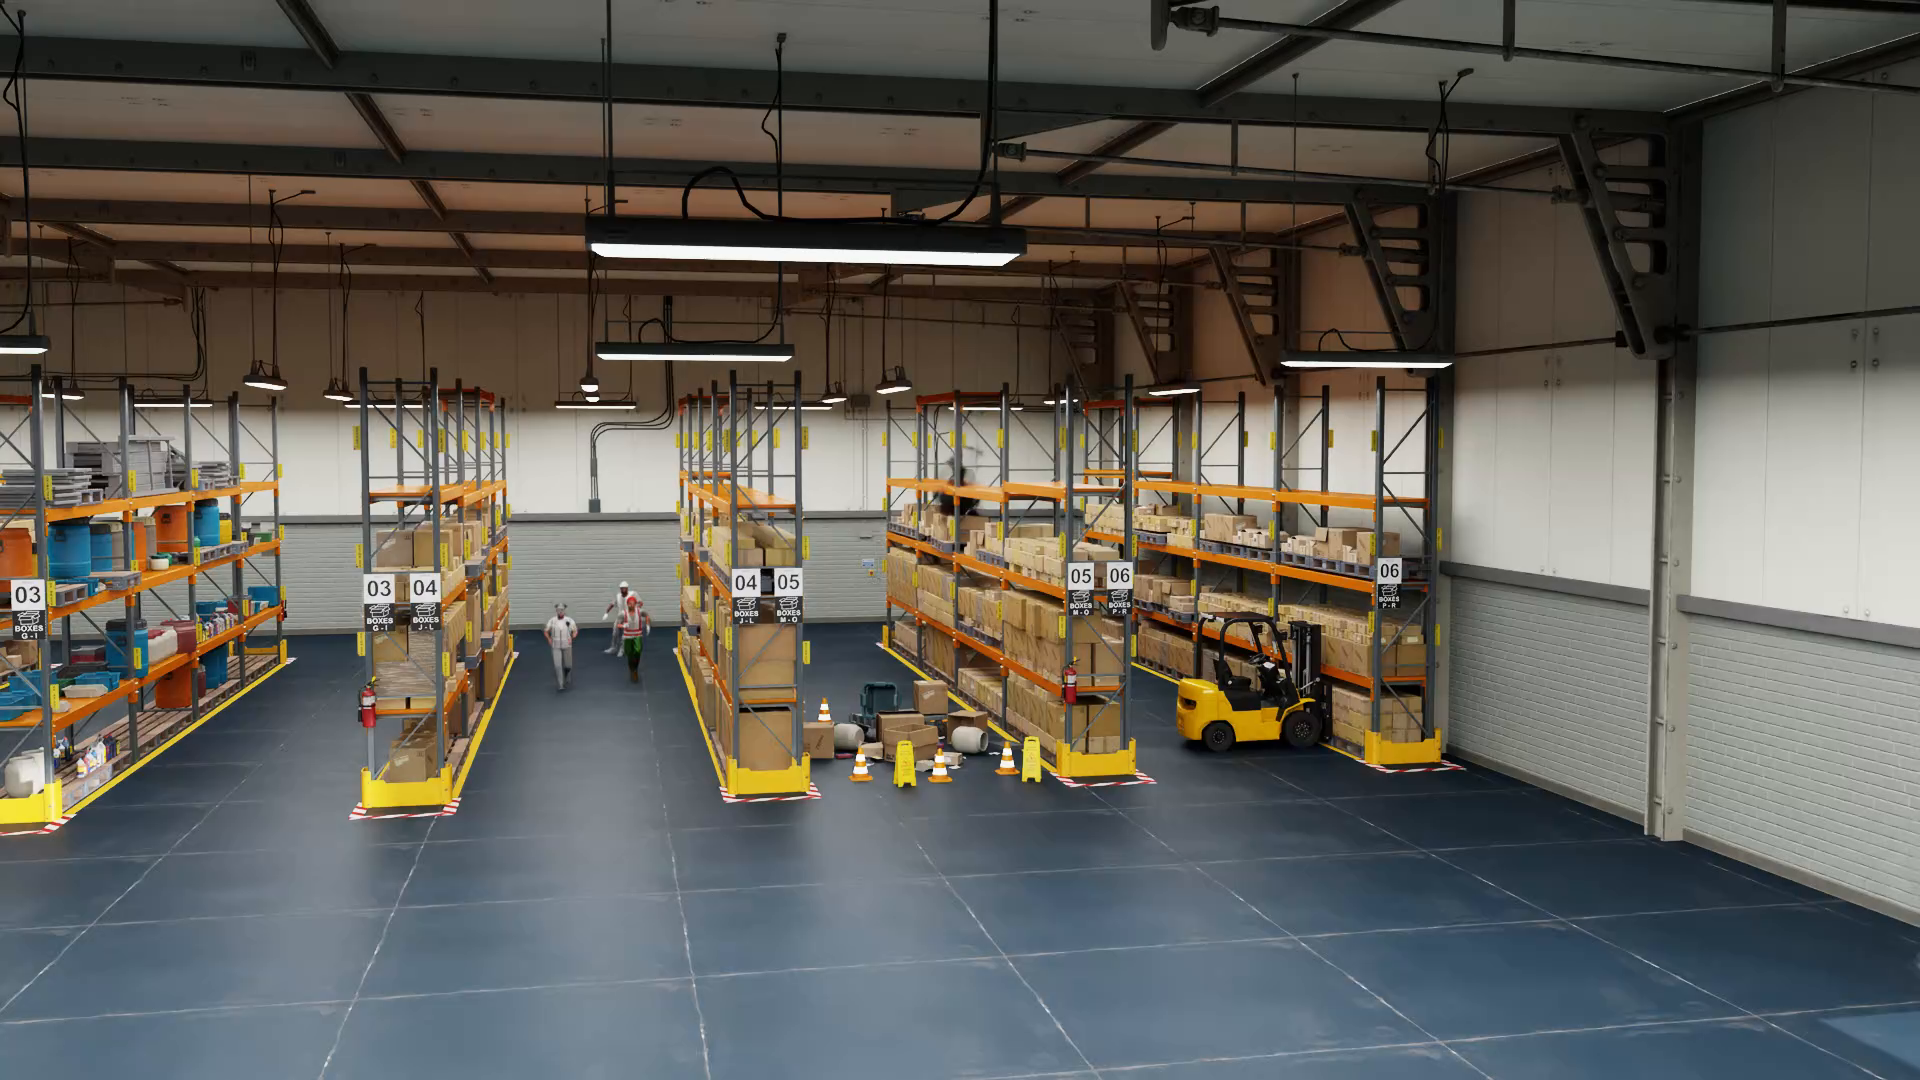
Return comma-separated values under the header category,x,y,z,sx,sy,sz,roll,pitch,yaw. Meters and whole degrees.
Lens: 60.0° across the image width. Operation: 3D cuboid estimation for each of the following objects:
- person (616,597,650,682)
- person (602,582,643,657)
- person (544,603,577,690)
category,x,y,z,sx,sy,sz,roll,pitch,yaw
person,-6.798,2.050,34.609,0.694,1.772,0.827,-1,3,-14
person,-7.892,1.828,38.714,0.936,1.725,0.690,1,3,10
person,-8.064,2.136,33.598,0.664,1.728,0.624,-1,4,-14
